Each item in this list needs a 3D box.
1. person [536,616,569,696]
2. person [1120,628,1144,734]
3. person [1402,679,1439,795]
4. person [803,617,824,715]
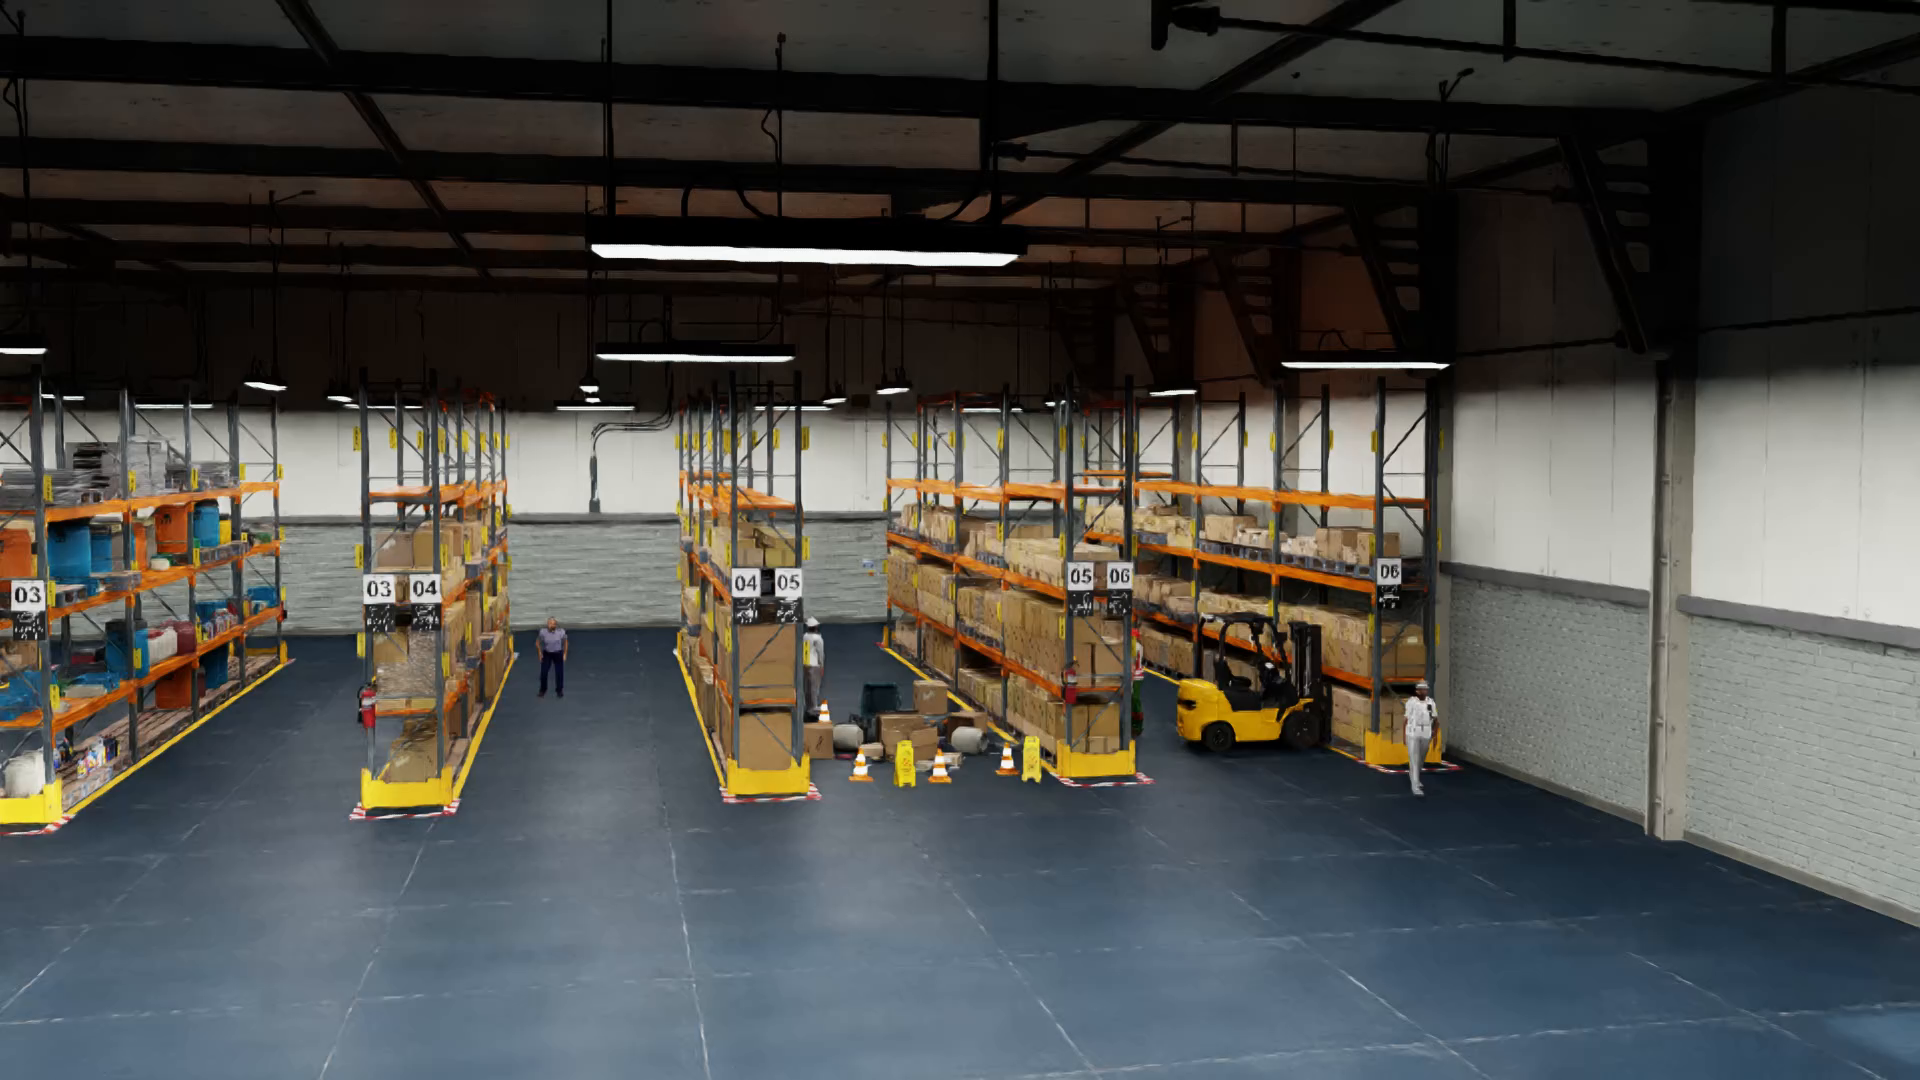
[{"bbox_3d":[-7.985,2.275,32.565,0.625,1.596,0.510,-1,4,-14],"label":"person"},{"bbox_3d":[2.917,2.399,28.473,0.488,1.787,0.608,1,4,19],"label":"person"},{"bbox_3d":[6.540,2.769,23.613,0.436,1.623,1.000,0,3,-3],"label":"person"},{"bbox_3d":[-2.652,2.297,30.397,0.450,1.768,0.584,-3,5,-42],"label":"person"}]
